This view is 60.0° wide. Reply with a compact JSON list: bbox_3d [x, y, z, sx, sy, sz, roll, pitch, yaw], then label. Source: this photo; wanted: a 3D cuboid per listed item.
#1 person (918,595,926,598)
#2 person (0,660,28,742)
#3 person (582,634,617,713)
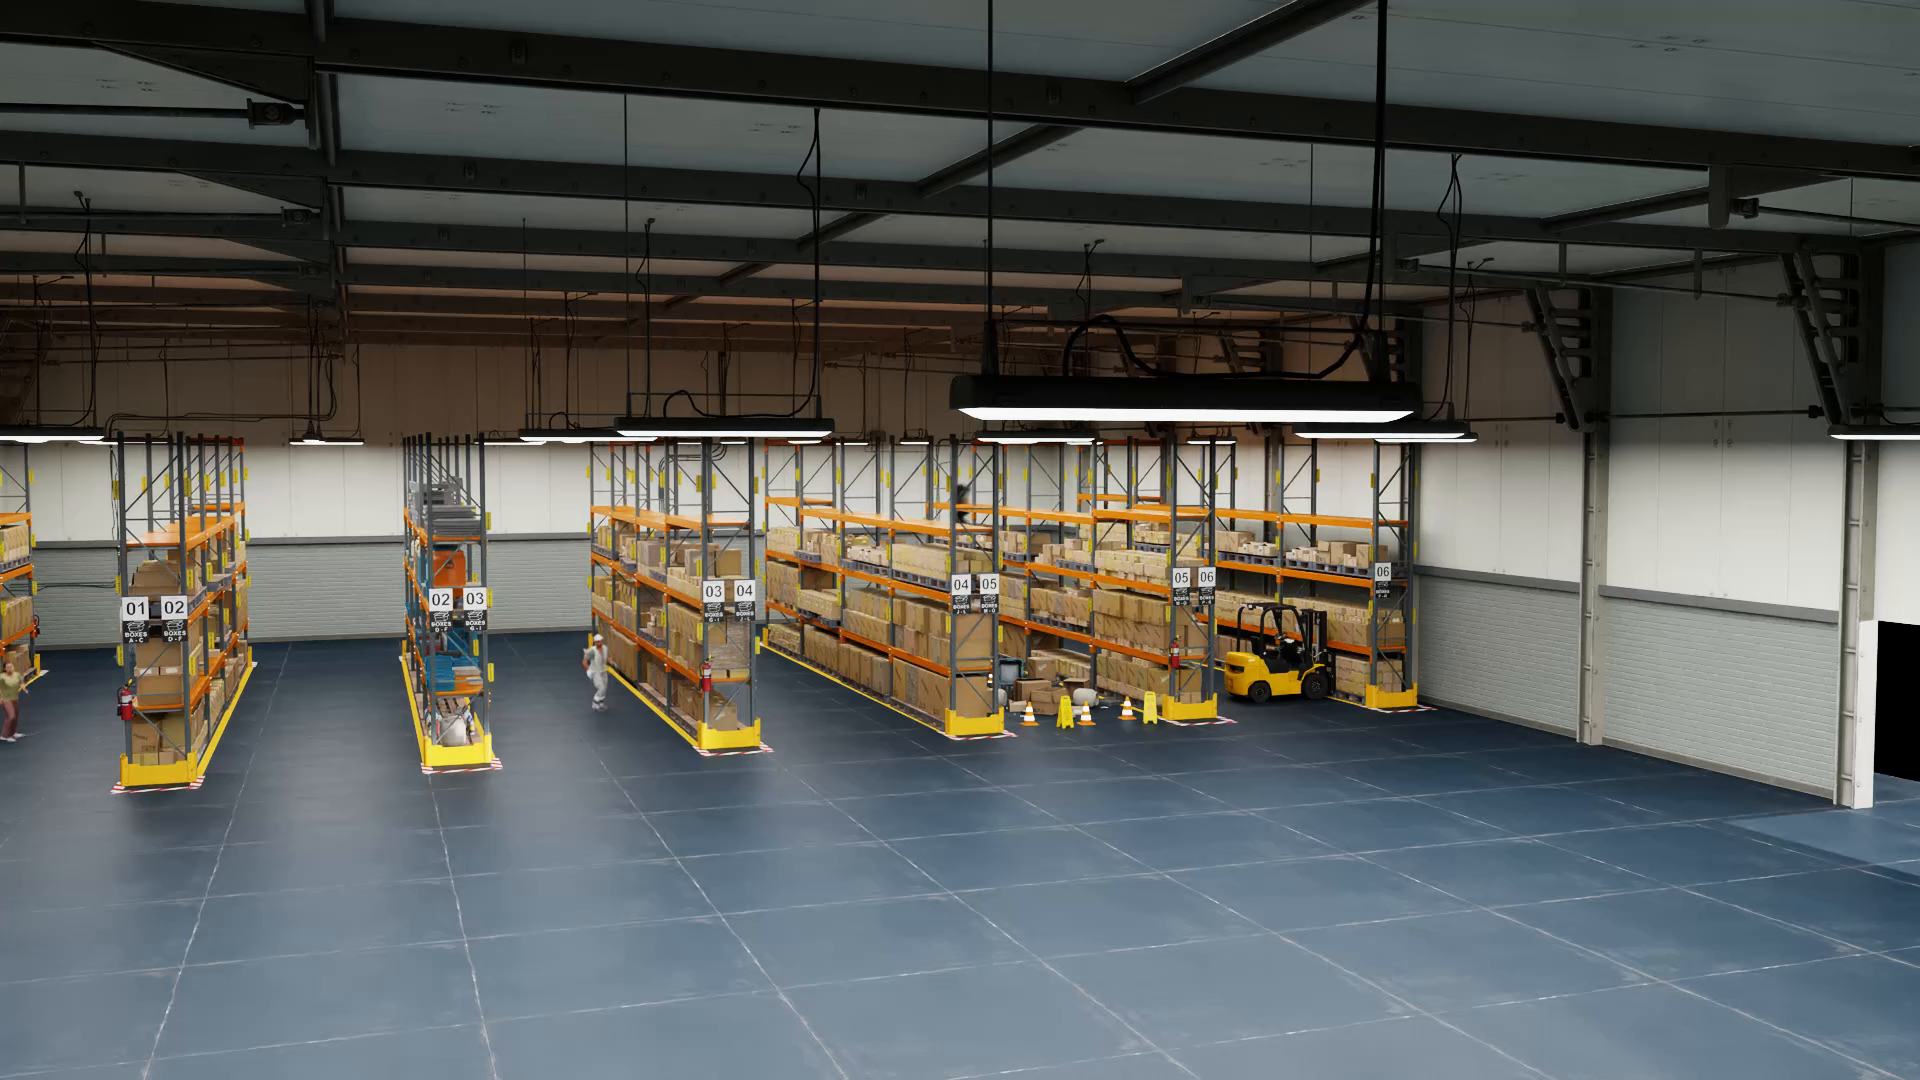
[{"bbox_3d":[-1.036,2.309,45.028,0.718,1.672,0.948,-2,4,-35],"label":"person"},{"bbox_3d":[-18.562,3.138,32.545,0.744,1.607,0.615,1,3,19],"label":"person"},{"bbox_3d":[-7.792,2.883,36.099,0.741,1.709,0.687,2,4,32],"label":"person"}]
